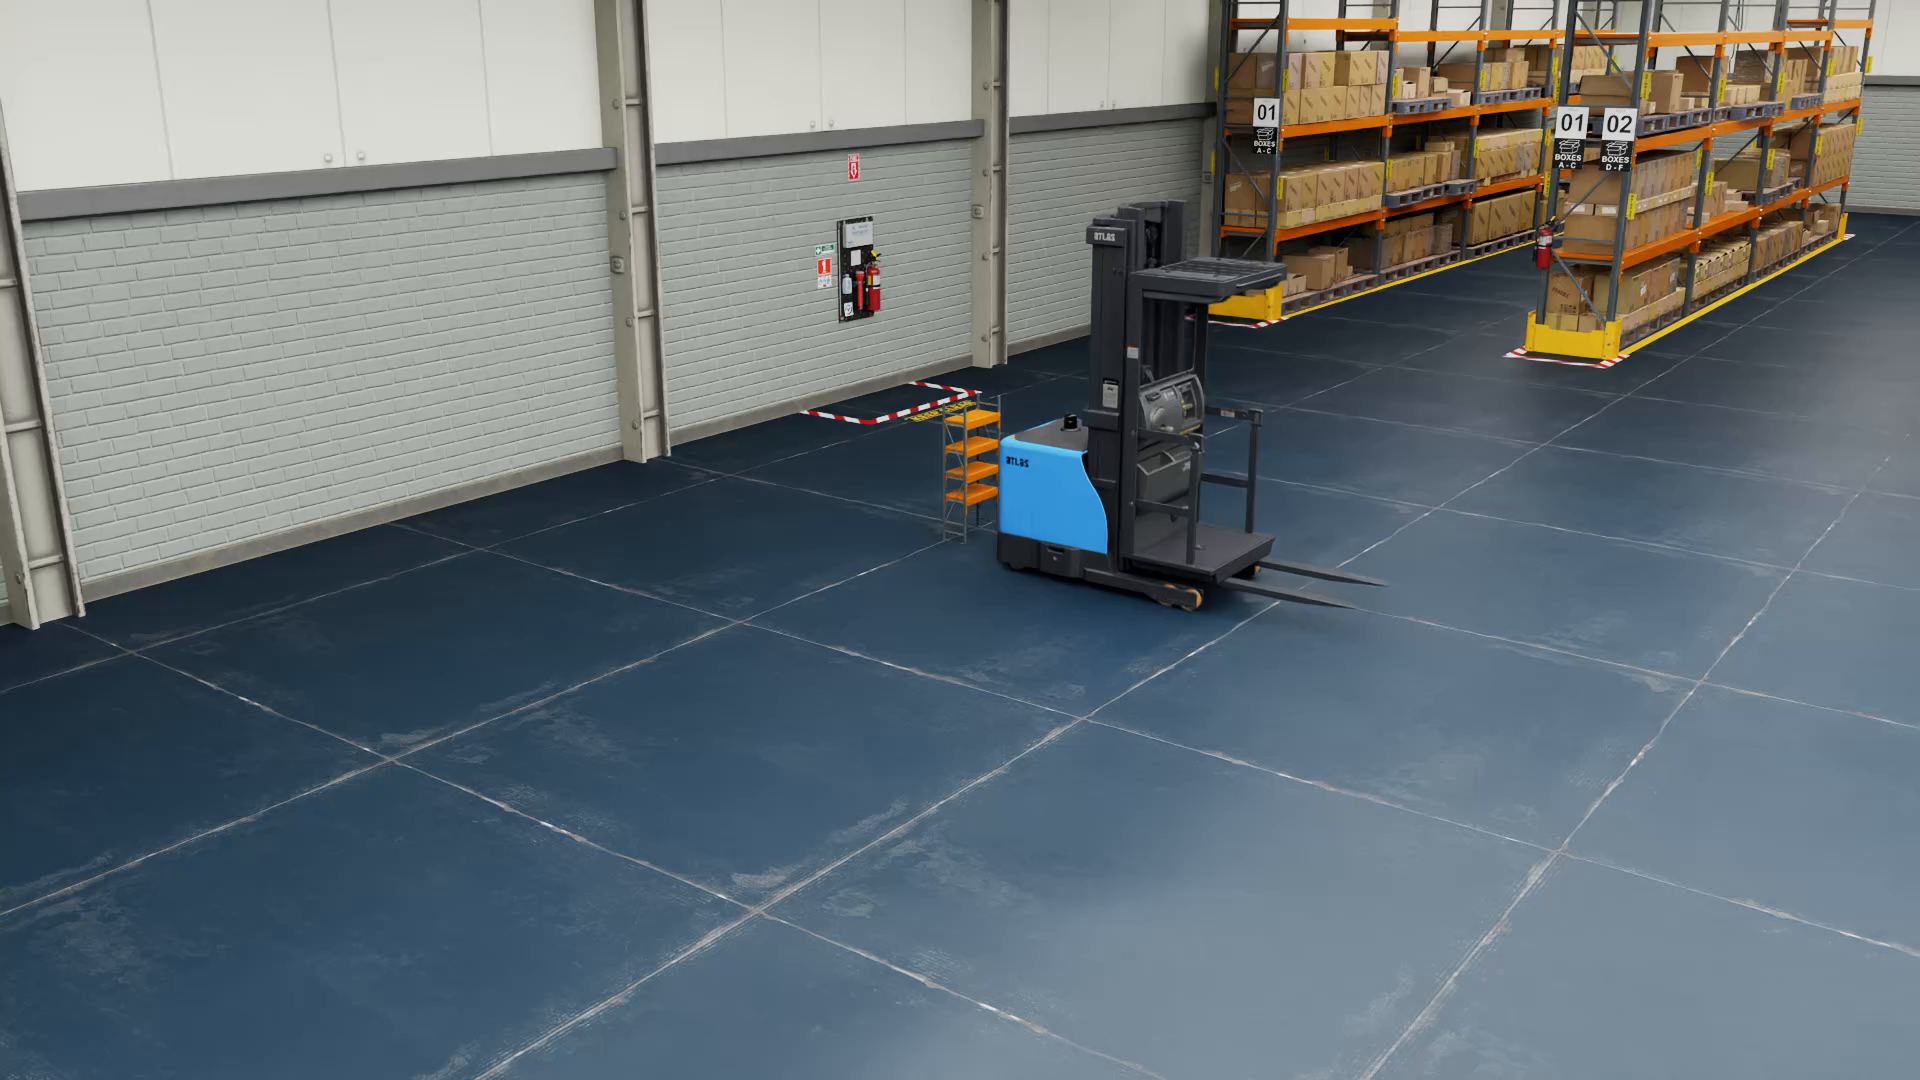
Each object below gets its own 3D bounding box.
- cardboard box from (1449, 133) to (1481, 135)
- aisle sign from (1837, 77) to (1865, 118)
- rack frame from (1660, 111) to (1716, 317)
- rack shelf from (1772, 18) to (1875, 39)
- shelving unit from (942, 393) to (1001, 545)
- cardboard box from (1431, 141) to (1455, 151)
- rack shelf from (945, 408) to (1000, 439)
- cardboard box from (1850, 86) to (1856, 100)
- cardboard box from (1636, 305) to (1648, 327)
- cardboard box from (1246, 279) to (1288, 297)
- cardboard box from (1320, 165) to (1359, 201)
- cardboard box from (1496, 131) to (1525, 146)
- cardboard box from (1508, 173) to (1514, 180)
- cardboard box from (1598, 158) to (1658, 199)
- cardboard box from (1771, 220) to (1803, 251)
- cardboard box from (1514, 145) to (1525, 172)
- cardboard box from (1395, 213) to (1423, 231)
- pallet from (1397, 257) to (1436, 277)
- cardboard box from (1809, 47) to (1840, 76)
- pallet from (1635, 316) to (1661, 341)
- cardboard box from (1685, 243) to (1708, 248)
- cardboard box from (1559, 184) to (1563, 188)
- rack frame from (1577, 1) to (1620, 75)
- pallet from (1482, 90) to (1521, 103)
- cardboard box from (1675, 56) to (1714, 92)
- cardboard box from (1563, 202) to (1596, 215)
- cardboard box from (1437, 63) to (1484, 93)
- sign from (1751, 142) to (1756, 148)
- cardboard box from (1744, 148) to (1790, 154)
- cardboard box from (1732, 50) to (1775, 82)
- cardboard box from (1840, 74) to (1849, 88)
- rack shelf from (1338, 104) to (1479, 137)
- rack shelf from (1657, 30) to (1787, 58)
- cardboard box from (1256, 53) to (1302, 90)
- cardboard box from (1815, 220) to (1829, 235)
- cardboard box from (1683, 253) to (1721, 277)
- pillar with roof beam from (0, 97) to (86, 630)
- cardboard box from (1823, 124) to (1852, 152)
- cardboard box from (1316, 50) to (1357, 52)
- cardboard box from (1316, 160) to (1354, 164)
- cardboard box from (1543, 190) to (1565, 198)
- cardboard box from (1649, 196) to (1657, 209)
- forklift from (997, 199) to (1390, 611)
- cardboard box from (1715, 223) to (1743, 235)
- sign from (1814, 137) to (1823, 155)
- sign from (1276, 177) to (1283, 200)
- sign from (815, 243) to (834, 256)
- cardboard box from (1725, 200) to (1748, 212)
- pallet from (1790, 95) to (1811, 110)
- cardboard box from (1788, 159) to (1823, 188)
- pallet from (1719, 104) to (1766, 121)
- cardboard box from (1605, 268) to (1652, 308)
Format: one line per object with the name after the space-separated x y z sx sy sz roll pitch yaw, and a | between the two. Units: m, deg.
9.677 -7.680 31.948 0.500 0.250 0.500 12 21 33 | cardboard box
18.029 -8.959 33.651 0.394 0.787 0.004 12 21 35 | aisle sign
10.592 -4.897 24.955 1.000 3.000 0.127 12 21 35 | rack frame
16.550 -9.799 31.842 1.077 0.370 4.000 12 21 35 | rack shelf
0.099 -0.612 14.193 0.258 1.200 0.503 12 21 35 | shelving unit
8.813 -7.204 30.381 0.380 0.149 0.250 9 20 28 | cardboard box
0.099 -0.988 14.076 0.258 0.148 0.480 12 21 35 | rack shelf
17.341 -8.830 32.815 0.500 0.250 0.500 12 21 35 | cardboard box
9.300 -3.159 23.286 0.500 0.250 0.500 12 21 35 | cardboard box
4.713 -3.894 25.516 0.500 0.311 0.500 10 20 29 | cardboard box
5.977 -5.662 26.374 0.500 0.500 0.500 12 21 33 | cardboard box
10.689 -7.836 32.452 0.500 0.250 0.500 13 21 36 | cardboard box
10.612 -7.141 32.571 0.380 0.149 0.250 12 21 33 | cardboard box
9.137 -4.980 22.865 0.700 0.500 0.500 13 21 35 | cardboard box
15.295 -5.651 30.855 0.500 0.500 0.500 12 21 34 | cardboard box
10.703 -7.480 32.570 0.500 0.500 0.500 12 21 35 | cardboard box
7.915 -5.670 29.652 0.500 0.250 0.500 12 21 34 | cardboard box
7.801 -4.917 29.722 1.003 0.211 1.213 12 21 35 | pallet
16.030 -8.977 31.180 0.700 0.500 0.500 12 21 35 | cardboard box
9.358 -3.091 23.843 1.003 0.211 1.213 12 21 35 | pallet
12.121 -4.805 27.643 0.500 0.311 0.500 12 21 33 | cardboard box
13.038 -7.706 36.414 0.380 0.149 0.250 12 21 35 | cardboard box
13.762 -11.495 36.085 1.000 3.000 0.127 12 21 35 | rack frame
10.000 -8.496 31.805 1.003 0.211 1.213 14 22 37 | pallet
10.991 -6.956 24.810 0.500 0.500 0.500 13 21 35 | cardboard box
8.283 -4.426 22.178 0.380 0.149 0.250 12 21 34 | cardboard box
9.232 -8.538 30.712 0.700 0.500 0.500 11 20 30 | cardboard box
14.918 -7.310 31.265 0.100 0.325 0.005 12 21 35 | sign
14.897 -6.977 30.778 0.700 0.500 0.500 5 18 16 | cardboard box
13.241 -7.910 27.746 0.500 0.500 0.500 12 21 35 | cardboard box
16.750 -8.830 31.971 0.500 0.250 0.500 12 21 35 | cardboard box
7.803 -7.337 28.967 1.077 0.370 4.000 12 21 35 | rack shelf
11.784 -7.704 25.765 1.077 0.370 4.000 12 21 35 | rack shelf
4.653 -6.835 24.249 0.500 0.500 0.500 11 20 31 | cardboard box
17.026 -6.258 33.233 0.500 0.250 0.500 12 21 35 | cardboard box
11.648 -4.348 26.171 0.500 0.311 0.500 12 21 33 | cardboard box
-3.317 -2.955 8.587 9.100 9.000 0.400 12 21 35 | pillar with roof beam
17.397 -8.005 33.110 0.500 0.500 0.500 13 22 36 | cardboard box
6.090 -7.673 26.947 0.500 0.500 0.500 13 21 36 | cardboard box
6.164 -5.992 27.437 0.500 0.500 0.500 12 21 33 | cardboard box
12.568 -7.327 35.193 0.380 0.149 0.250 12 21 33 | cardboard box
9.381 -4.664 22.943 0.380 0.149 0.250 12 21 34 | cardboard box
1.796 -1.042 12.657 3.031 2.935 1.130 12 21 34 | forklift
13.374 -5.503 29.114 0.500 0.250 0.500 13 22 37 | cardboard box
15.807 -7.258 30.606 0.100 0.325 0.005 12 21 35 | sign
4.664 -5.136 24.266 0.100 0.325 0.005 12 21 35 | sign
-1.530 -3.284 18.806 0.001 0.109 0.331 12 21 35 | sign
12.662 -5.467 27.213 0.380 0.149 0.250 12 21 35 | cardboard box
14.298 -7.755 29.416 1.213 0.211 1.003 12 21 35 | pallet
15.881 -6.923 31.312 0.500 0.500 0.500 13 22 36 | cardboard box
11.979 -6.748 26.175 1.003 0.211 1.213 14 22 37 | pallet
9.291 -3.519 23.181 0.500 0.500 0.500 12 21 35 | cardboard box
